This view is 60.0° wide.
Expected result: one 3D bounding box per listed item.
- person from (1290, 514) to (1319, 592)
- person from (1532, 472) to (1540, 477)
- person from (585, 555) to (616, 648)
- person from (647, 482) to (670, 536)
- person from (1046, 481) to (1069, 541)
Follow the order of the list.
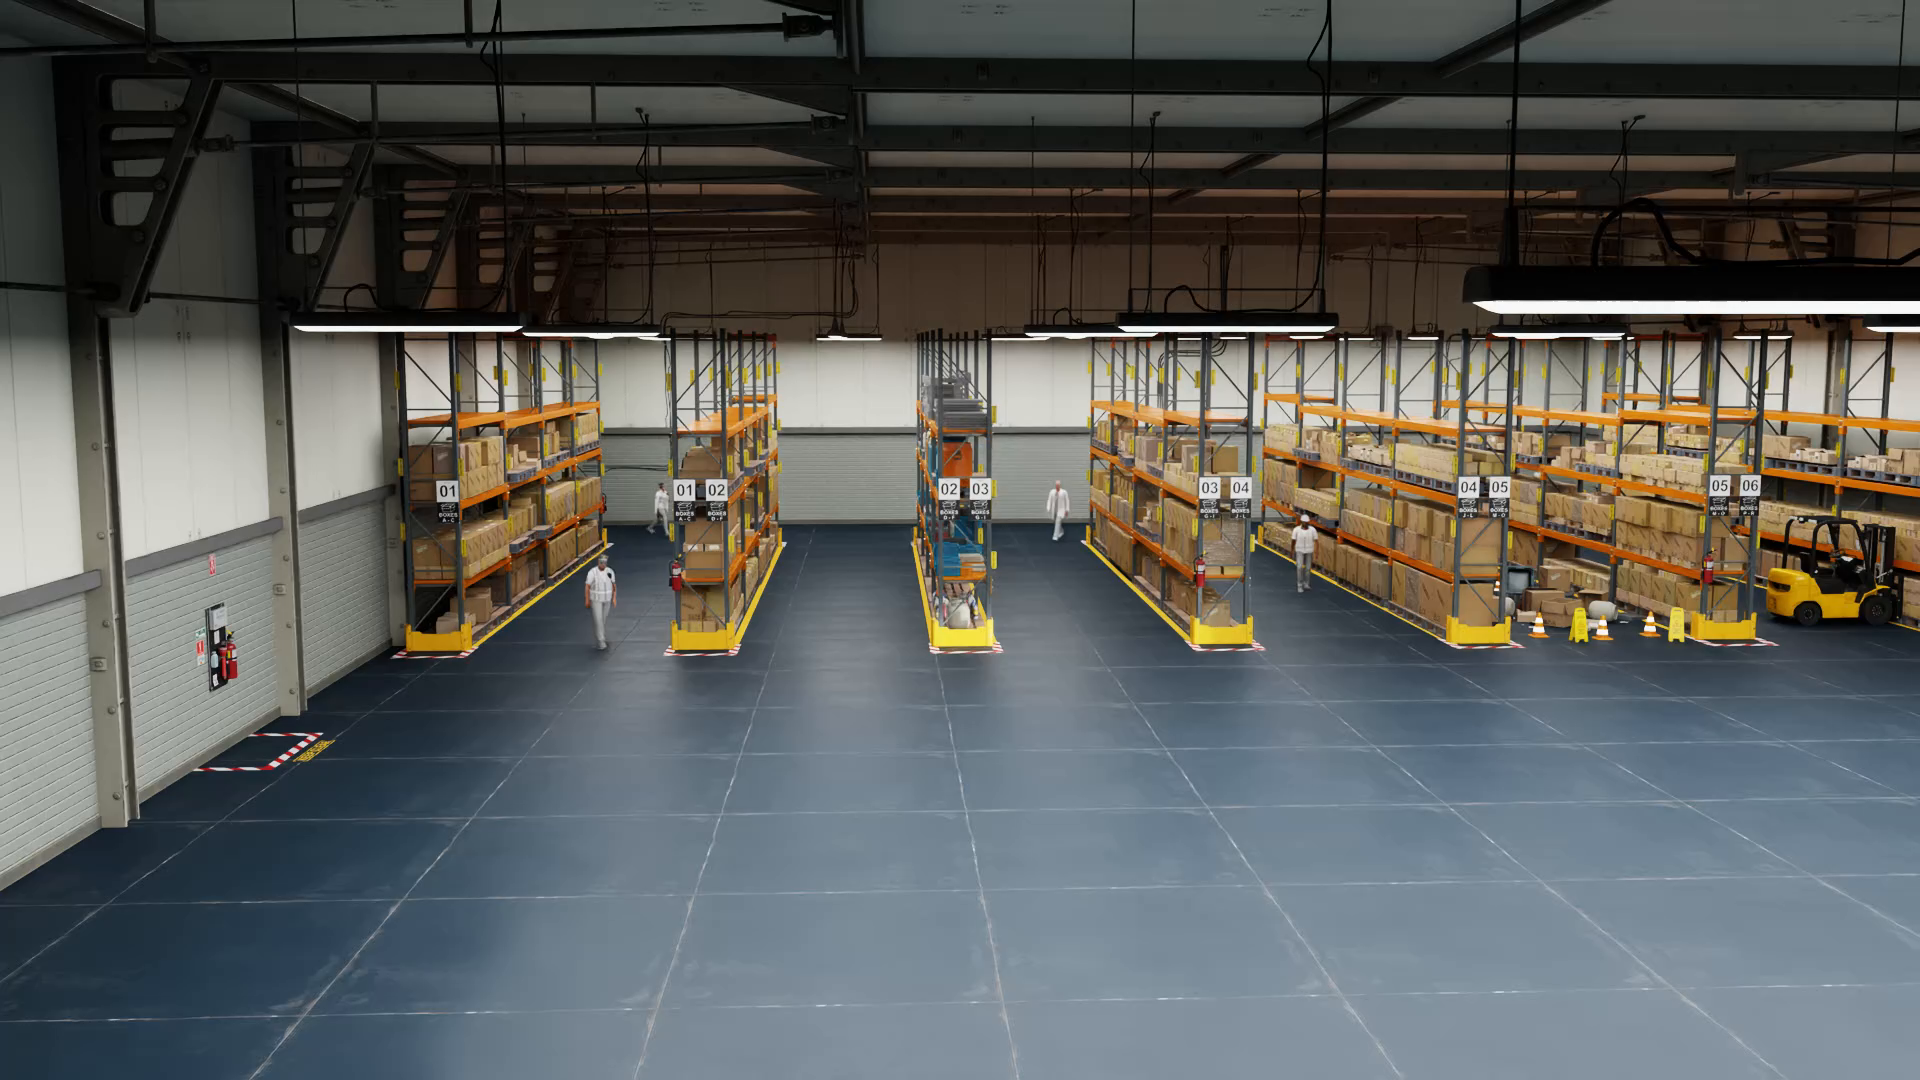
[{"bbox_3d":[8.015,0.306,38.668,0.640,1.803,0.593,1,7,10],"label":"person"},{"bbox_3d":[17.942,-1.242,51.727,1.045,1.751,0.544,-1,7,-12],"label":"person"},{"bbox_3d":[-6.808,1.129,31.621,0.572,1.708,0.945,-6,9,-42],"label":"person"},{"bbox_3d":[-8.937,-0.940,49.681,1.017,1.618,0.472,3,7,23],"label":"person"},{"bbox_3d":[2.860,-0.865,48.507,0.591,1.720,1.202,3,7,26],"label":"person"}]
